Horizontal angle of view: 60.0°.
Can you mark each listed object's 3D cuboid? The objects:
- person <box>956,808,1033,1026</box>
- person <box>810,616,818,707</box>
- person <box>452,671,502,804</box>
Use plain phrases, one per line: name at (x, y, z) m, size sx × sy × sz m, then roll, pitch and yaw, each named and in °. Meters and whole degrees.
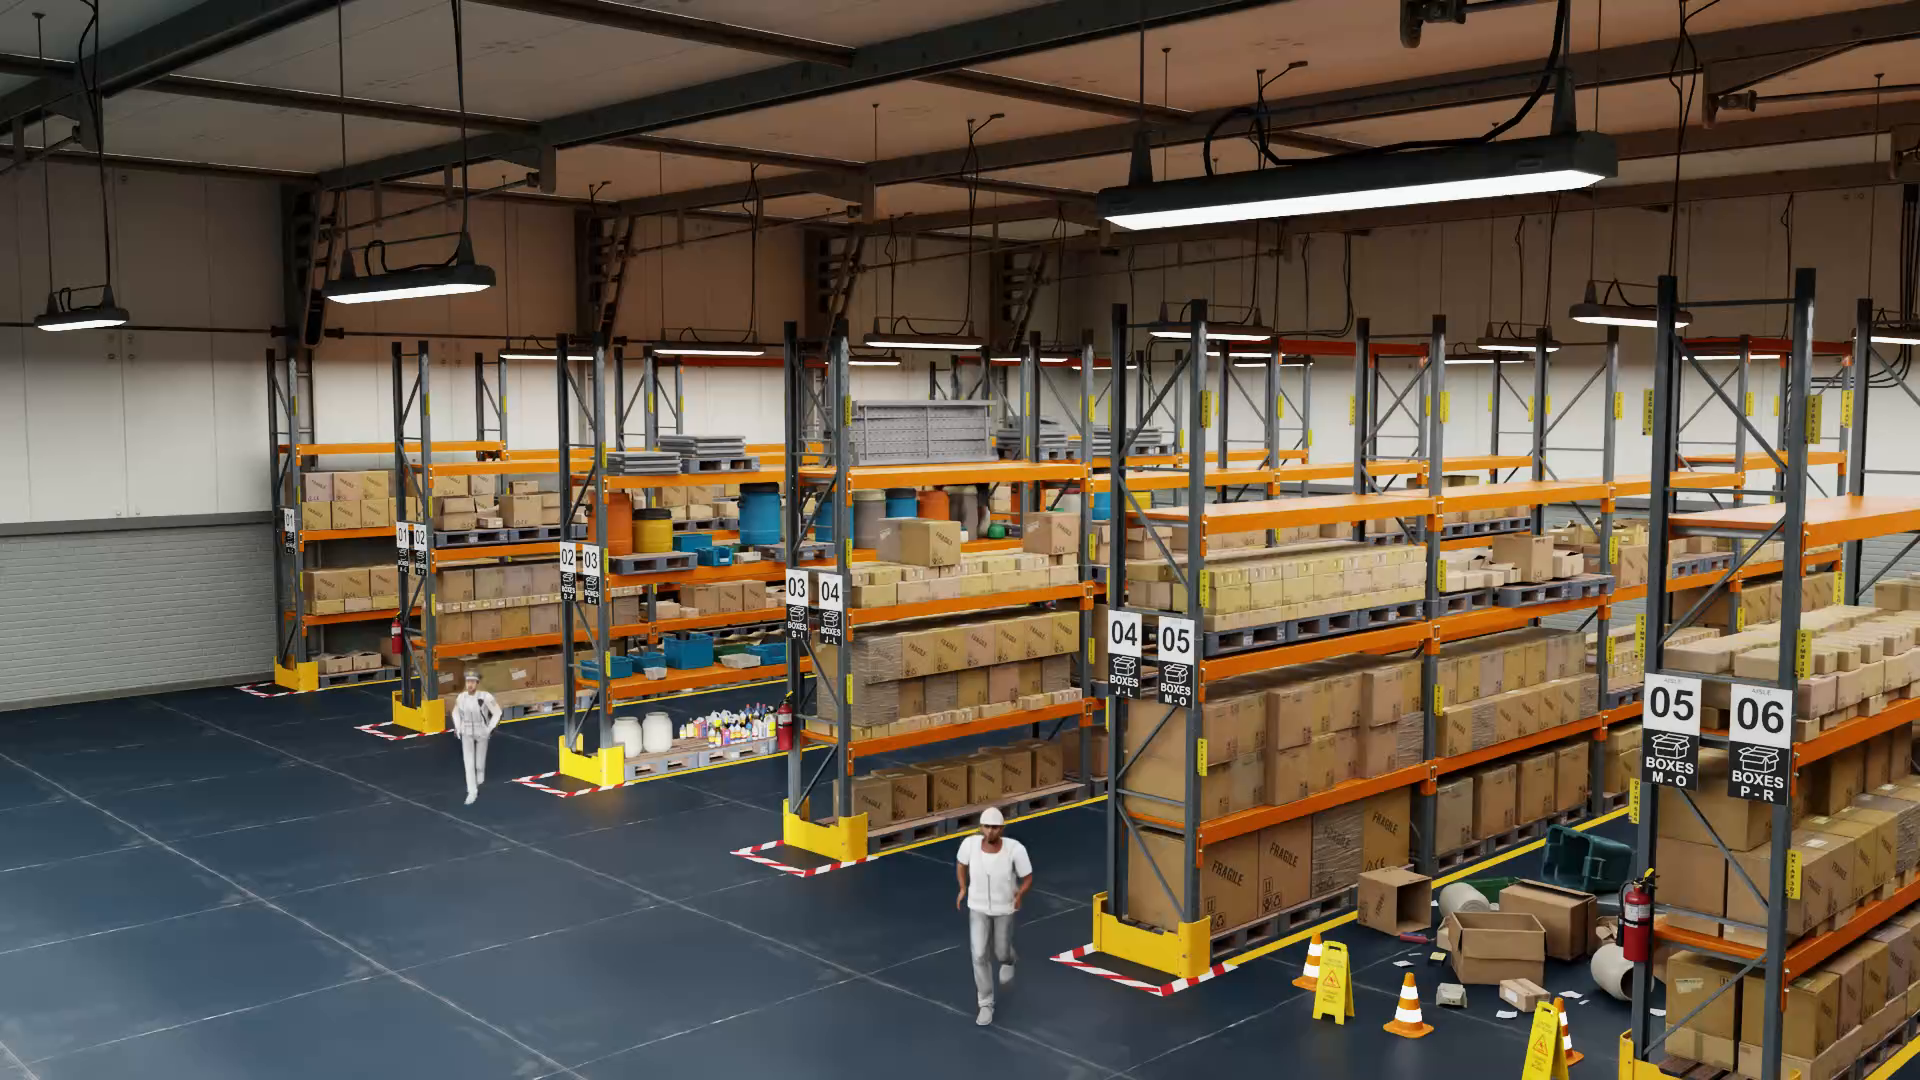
person at (0.287, 3.089, 14.009) m, size 0.677 × 1.752 × 0.915 m, roll 1°, pitch 5°, yaw 10°
person at (-2.234, 1.890, 27.969) m, size 0.647 × 1.719 × 0.892 m, roll 3°, pitch 6°, yaw 31°
person at (-6.197, 2.498, 21.372) m, size 0.629 × 1.693 × 0.657 m, roll 0°, pitch 5°, yaw -4°
